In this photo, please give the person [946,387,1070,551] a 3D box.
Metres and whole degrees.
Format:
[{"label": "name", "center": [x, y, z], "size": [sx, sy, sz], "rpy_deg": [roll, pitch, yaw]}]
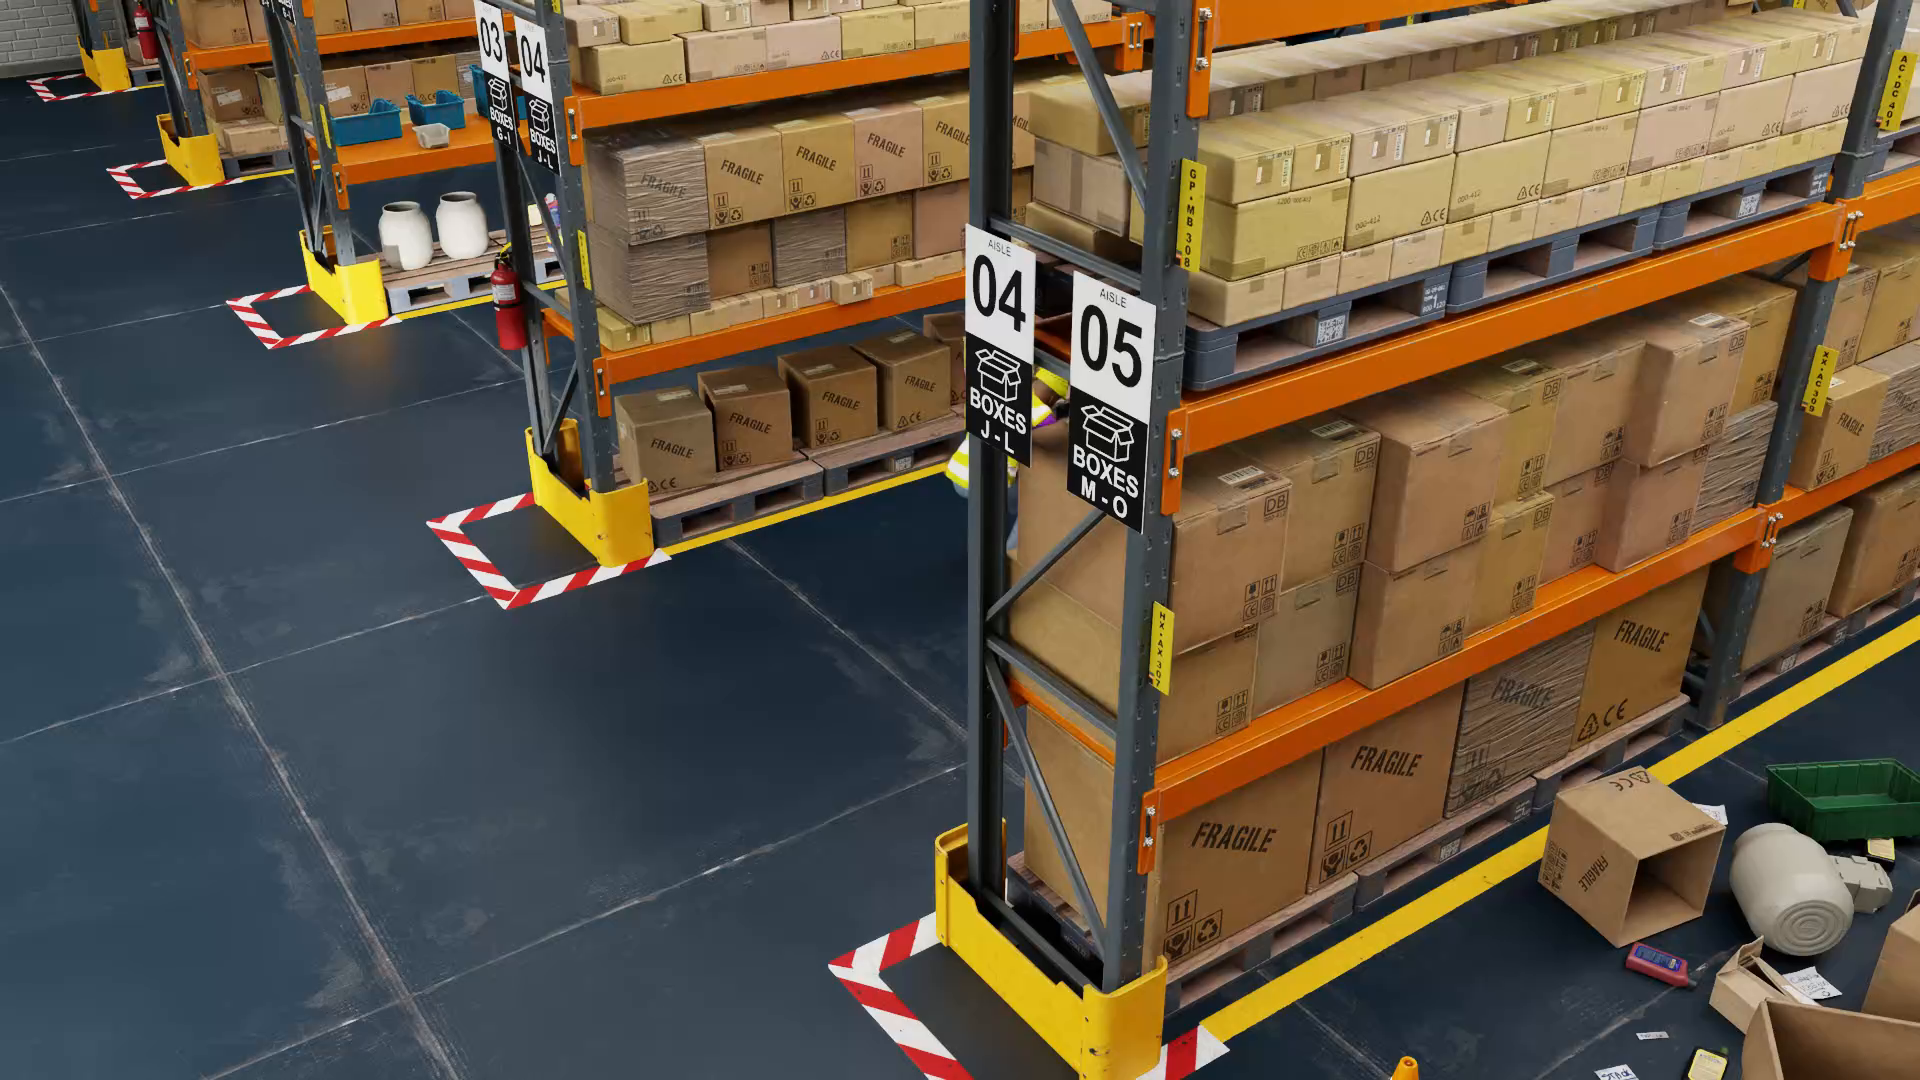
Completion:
[{"label": "person", "center": [0.321, -0.350, 9.998], "size": [0.881, 1.055, 0.591], "rpy_deg": [-19, 34, -31]}]
